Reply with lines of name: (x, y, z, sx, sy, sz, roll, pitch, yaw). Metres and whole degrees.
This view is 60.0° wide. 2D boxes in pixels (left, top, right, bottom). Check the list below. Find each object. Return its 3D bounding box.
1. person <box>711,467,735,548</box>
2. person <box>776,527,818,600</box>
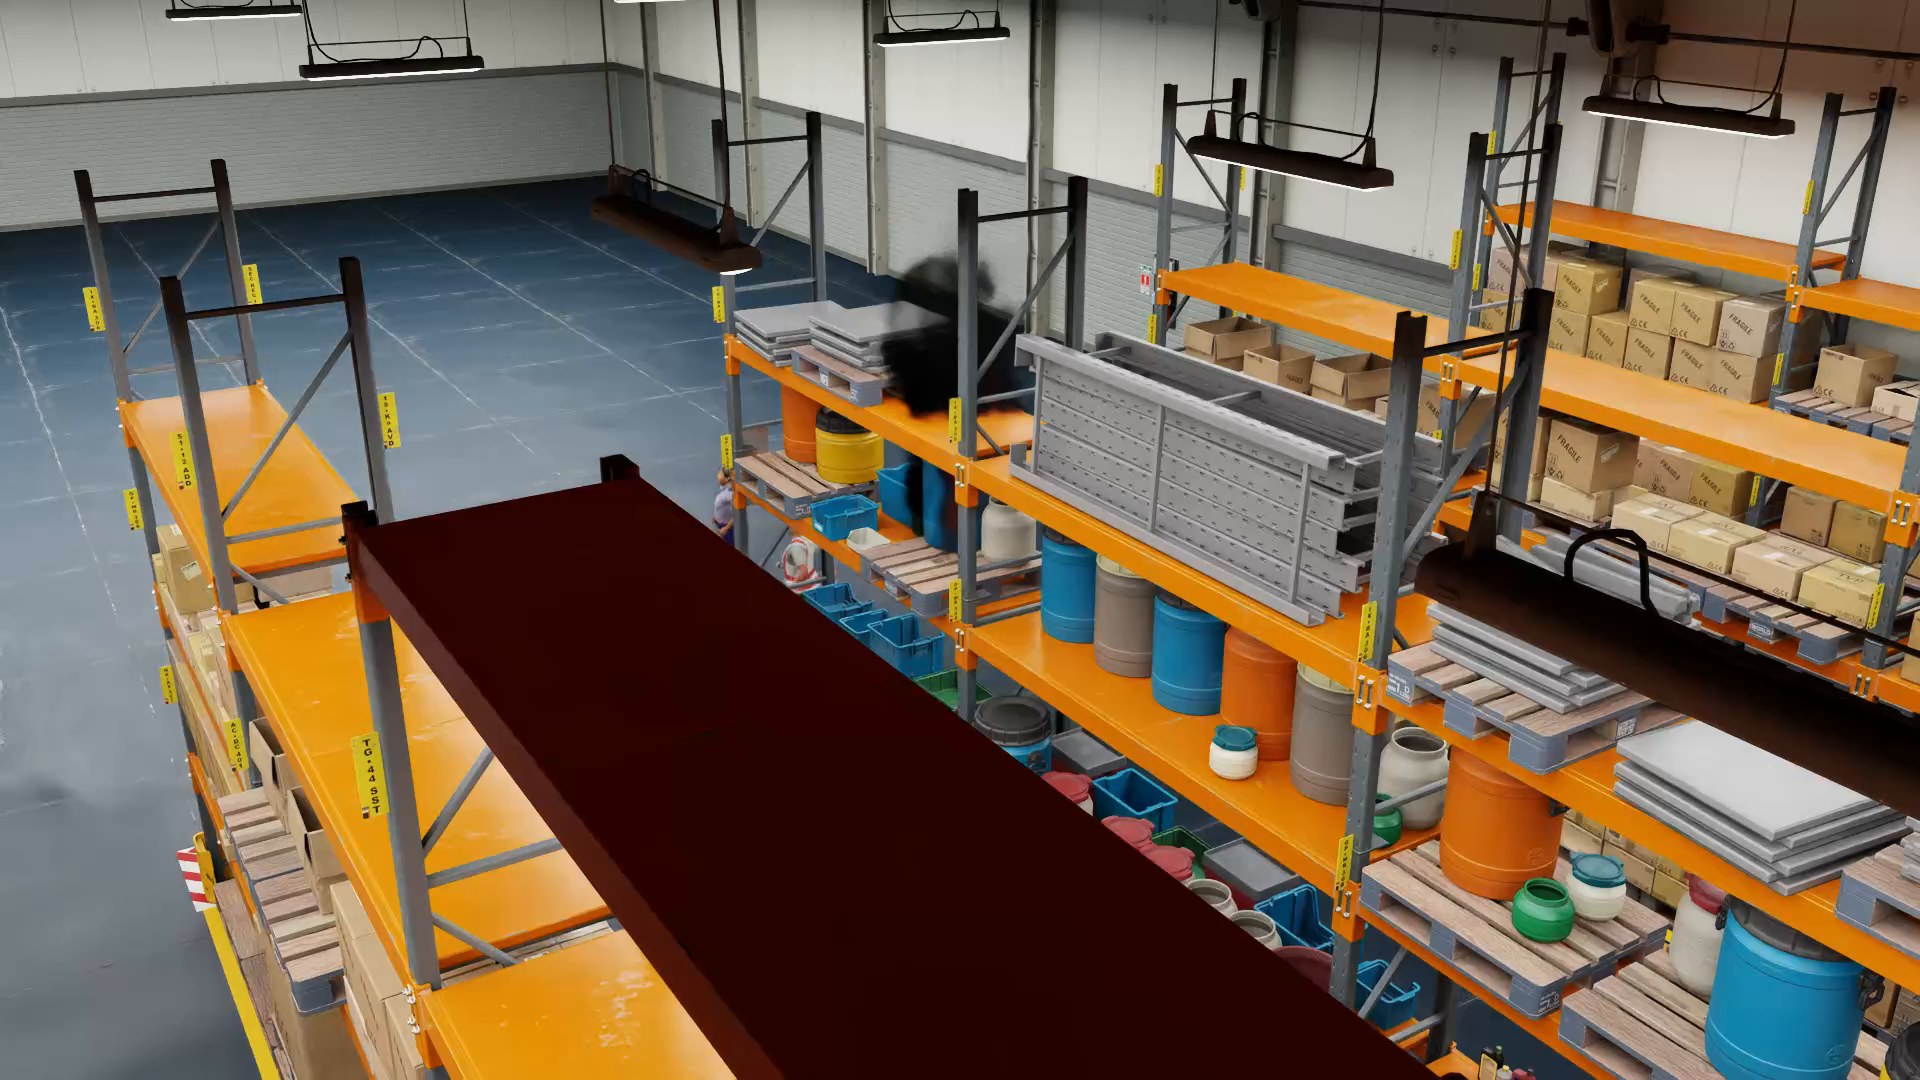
person: (-2.659, -0.109, 19.534, 0.535, 1.606, 0.613, -2, 22, -5)
person: (-1.668, 0.511, 17.709, 0.859, 1.775, 0.680, 7, 23, 17)
